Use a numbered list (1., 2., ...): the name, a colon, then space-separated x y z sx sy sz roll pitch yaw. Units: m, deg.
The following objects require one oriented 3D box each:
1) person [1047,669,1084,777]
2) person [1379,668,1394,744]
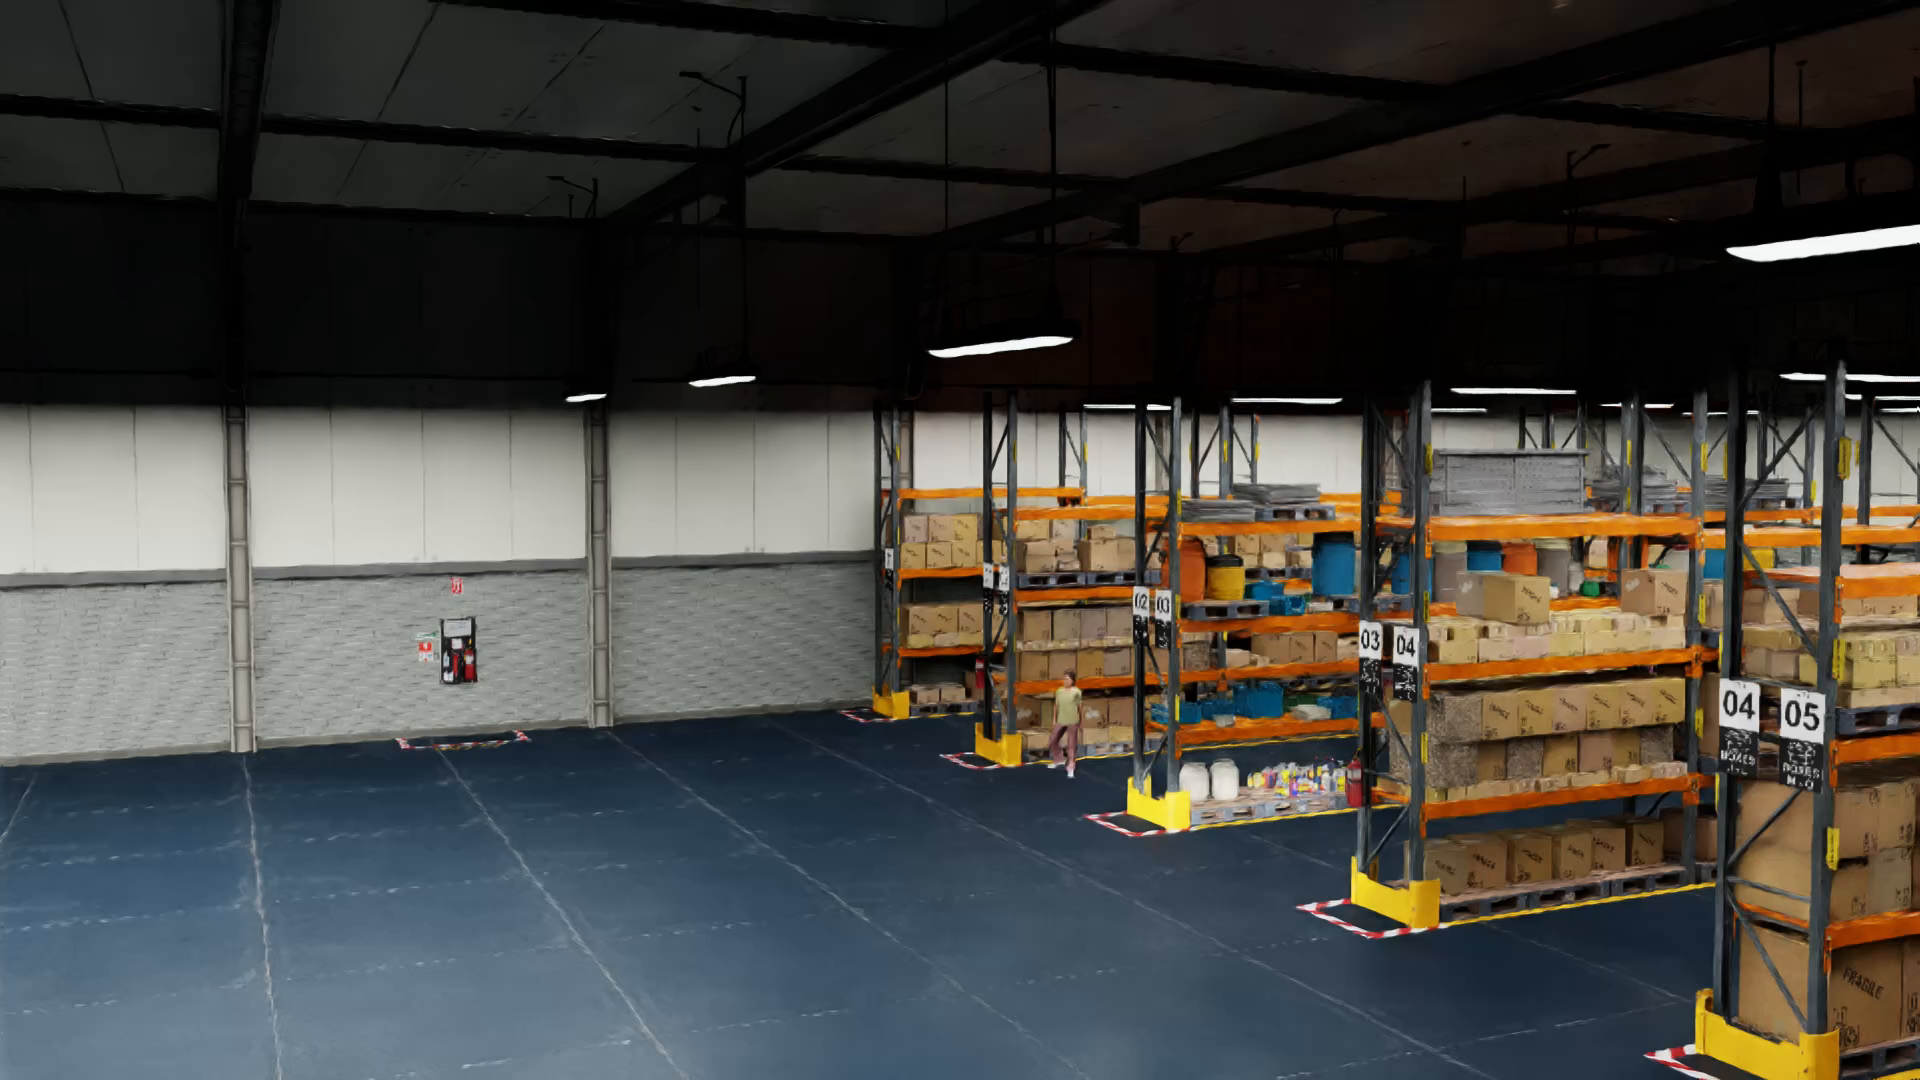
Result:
1. person: 1.619 2.824 25.878 0.632 1.664 0.484 2 4 25
2. person: 7.396 2.630 28.321 0.447 1.770 0.569 3 4 40
